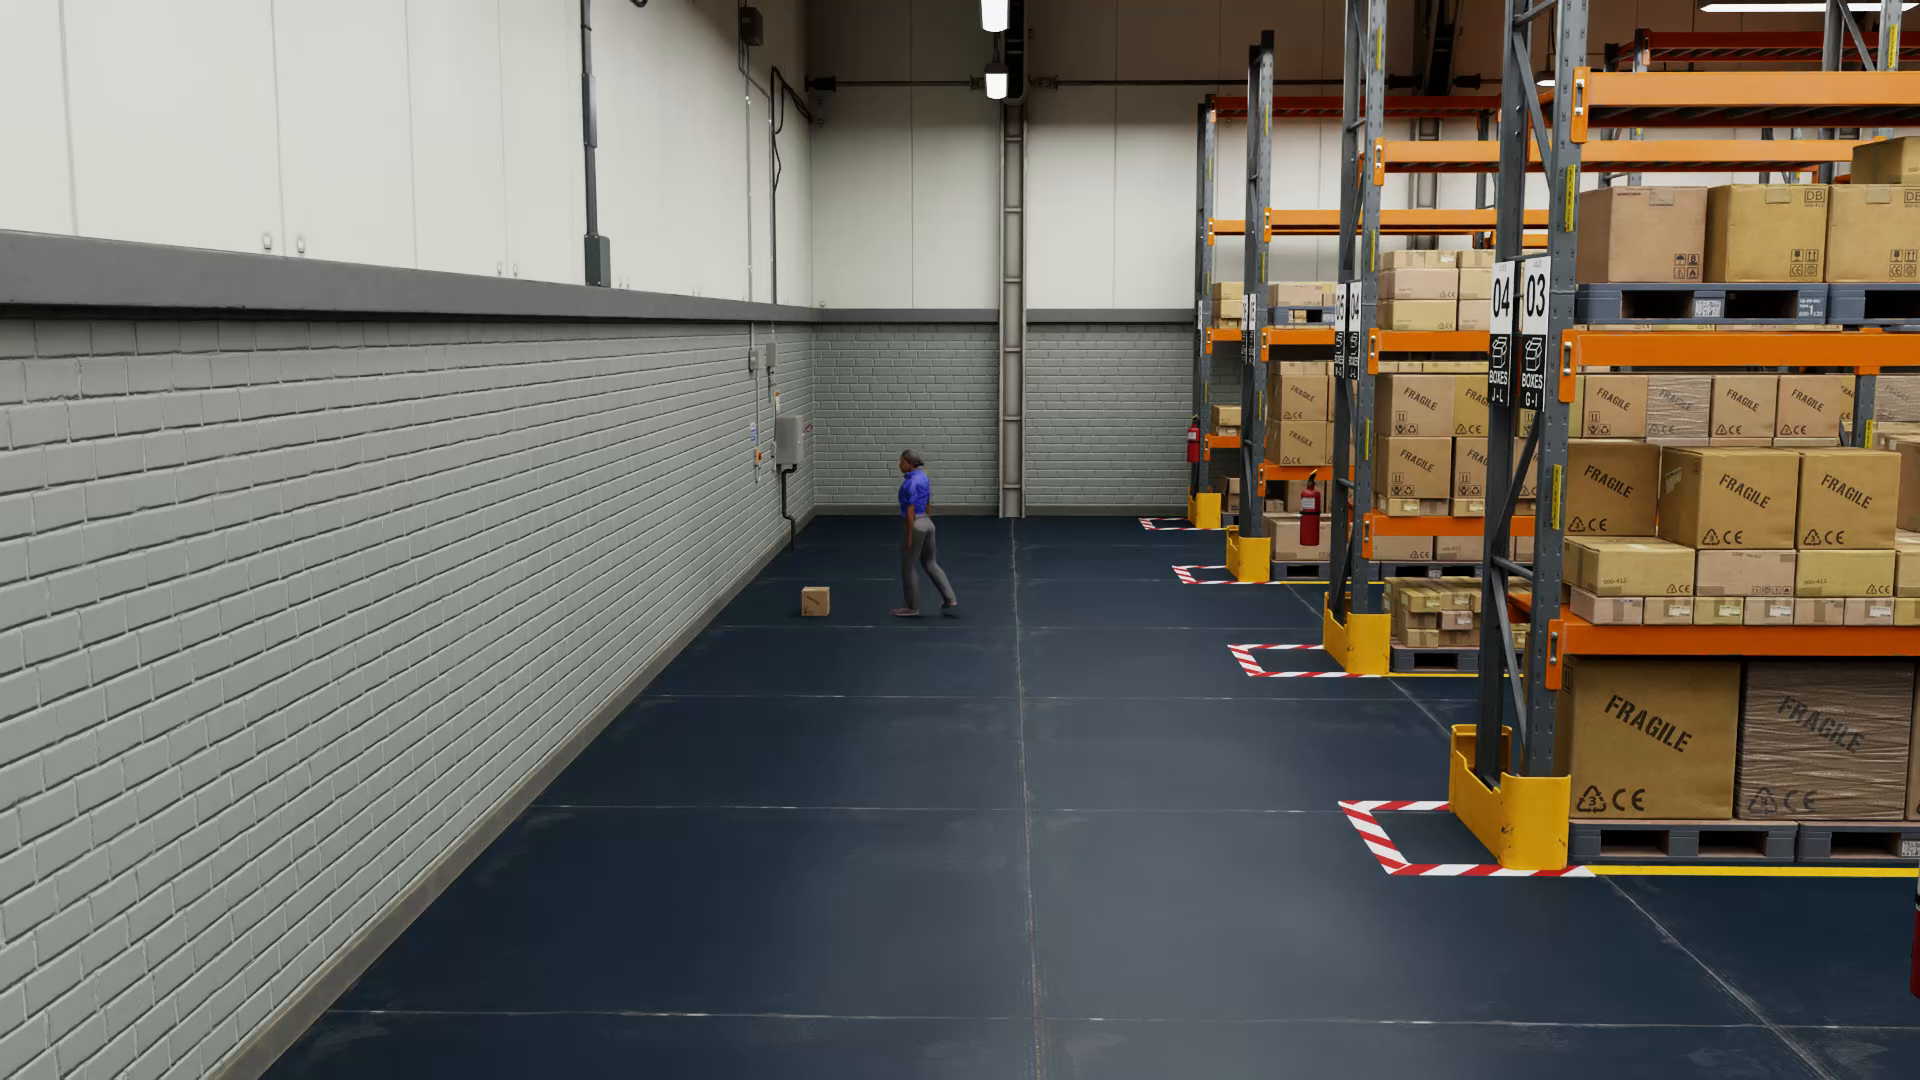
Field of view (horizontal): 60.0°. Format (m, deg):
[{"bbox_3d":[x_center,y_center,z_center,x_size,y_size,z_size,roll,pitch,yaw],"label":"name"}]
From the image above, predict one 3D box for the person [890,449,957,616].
[{"bbox_3d":[-0.355,-0.072,16.314,0.656,1.652,0.479,4,8,27],"label":"person"}]
